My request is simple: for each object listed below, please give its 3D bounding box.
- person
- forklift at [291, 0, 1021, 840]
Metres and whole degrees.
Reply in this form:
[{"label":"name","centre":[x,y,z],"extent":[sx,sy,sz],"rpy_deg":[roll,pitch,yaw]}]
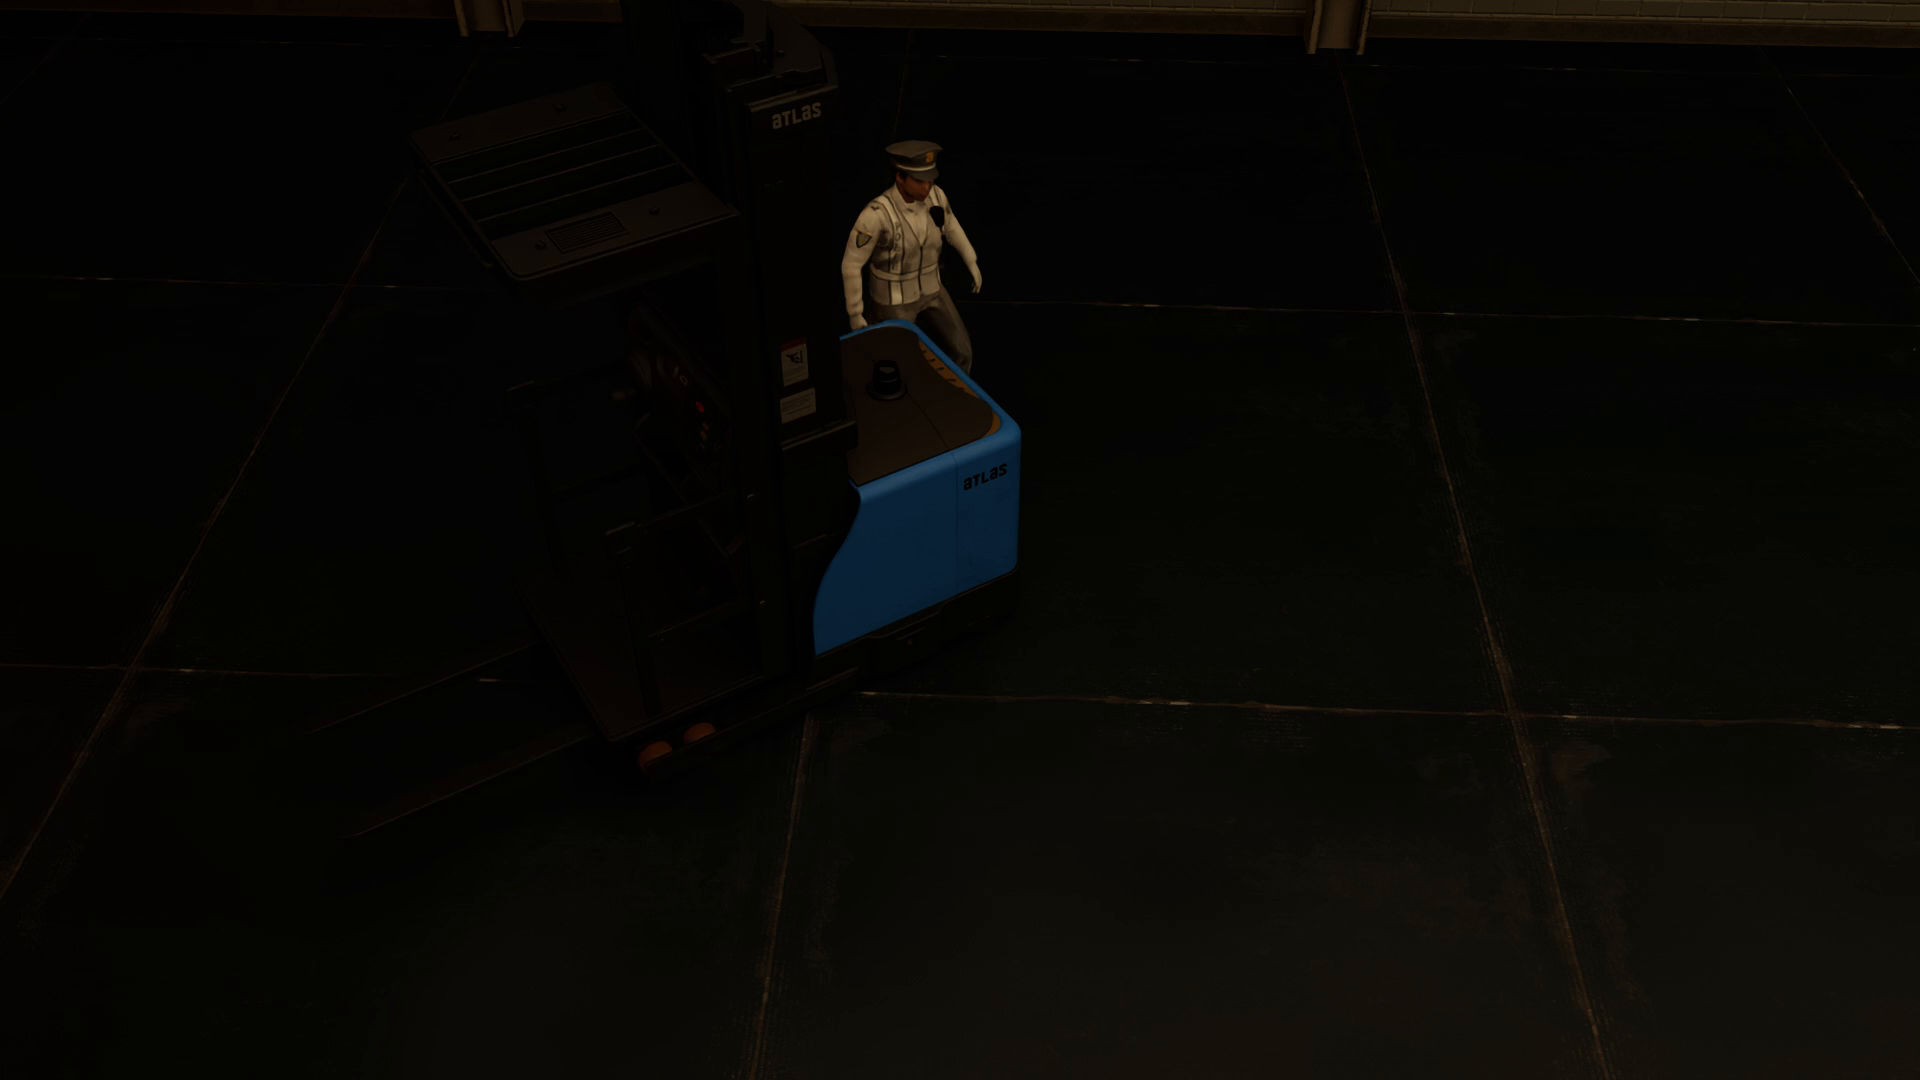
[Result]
[{"label":"person","centre":[-0.204,-1.161,7.980],"extent":[0.764,1.625,0.432],"rpy_deg":[-27,49,-26]},{"label":"forklift","centre":[-1.255,-0.503,6.293],"extent":[3.031,2.935,1.130],"rpy_deg":[-23,47,-23]}]
